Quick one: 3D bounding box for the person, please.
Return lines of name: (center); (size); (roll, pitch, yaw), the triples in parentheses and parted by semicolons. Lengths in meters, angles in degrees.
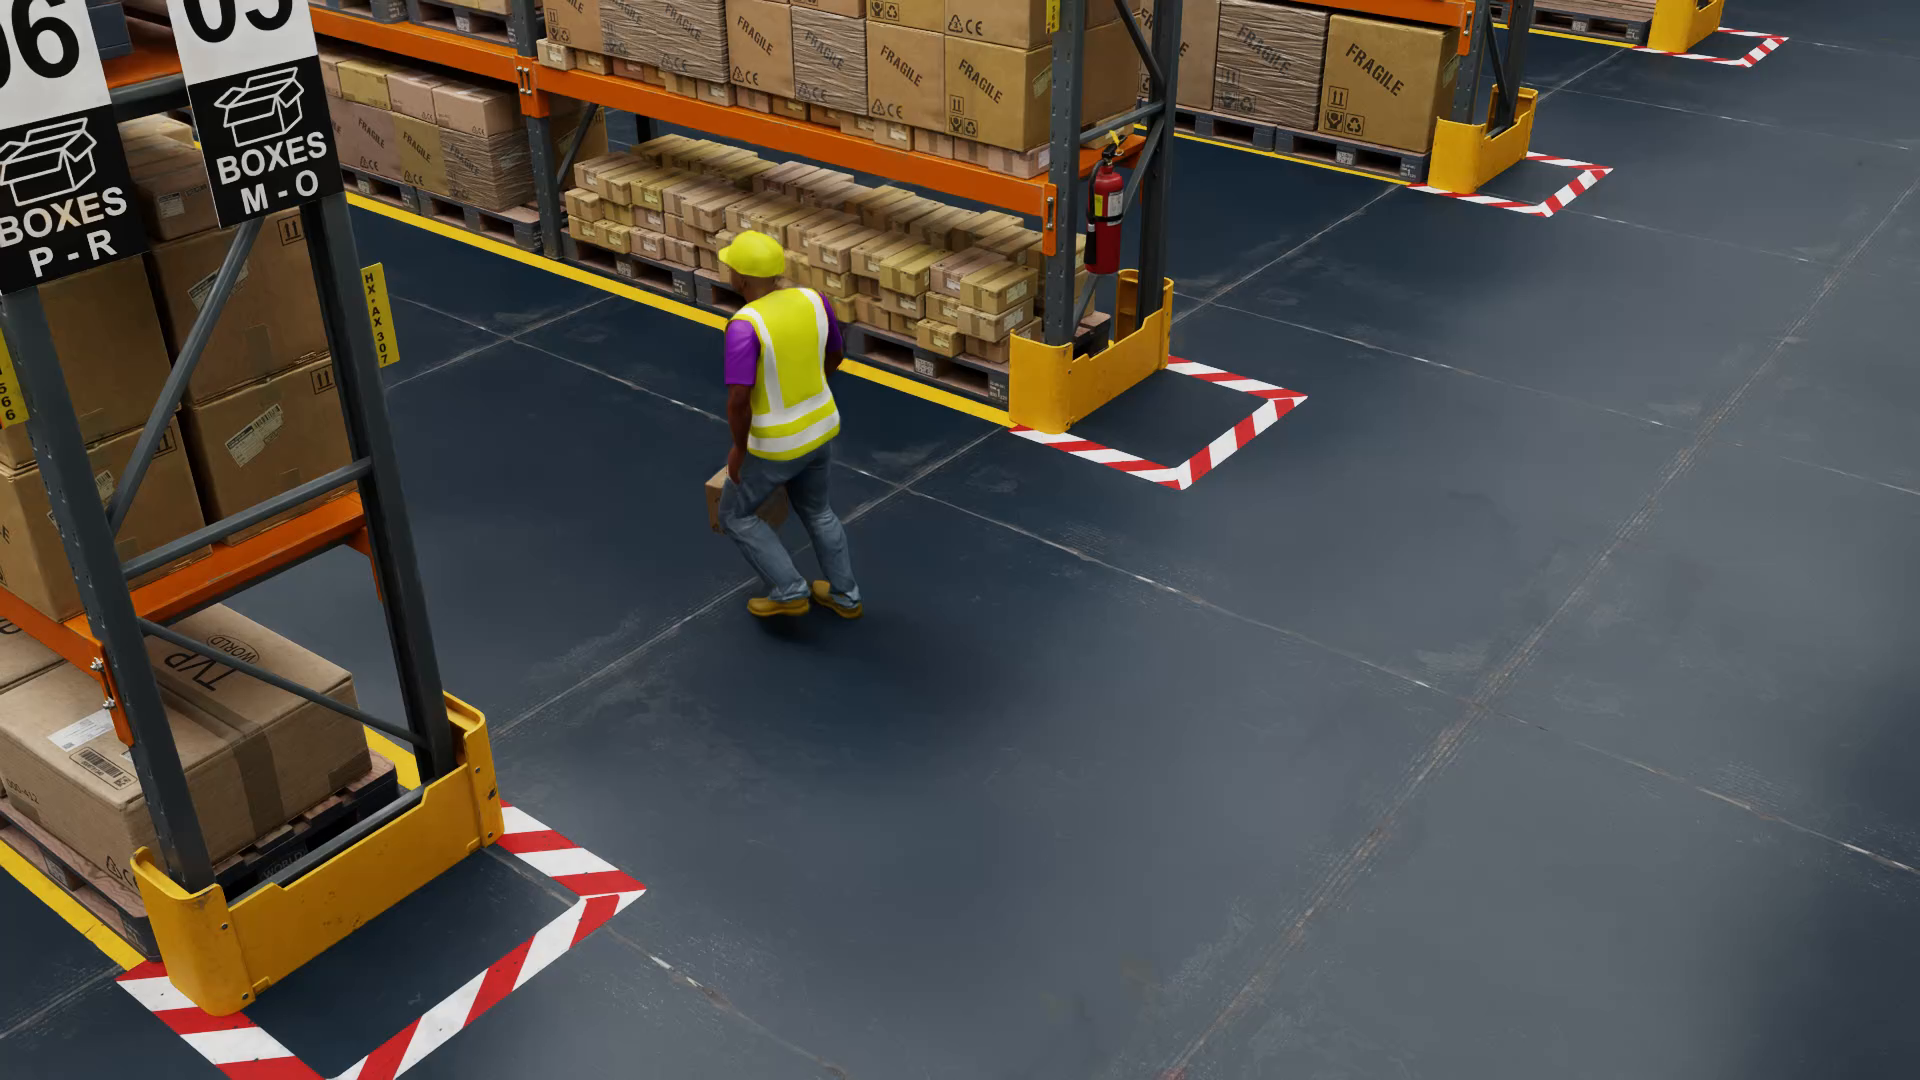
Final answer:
person: (-0.738, -0.438, 6.911); (0.599, 1.703, 0.701); (24, 38, 34)
